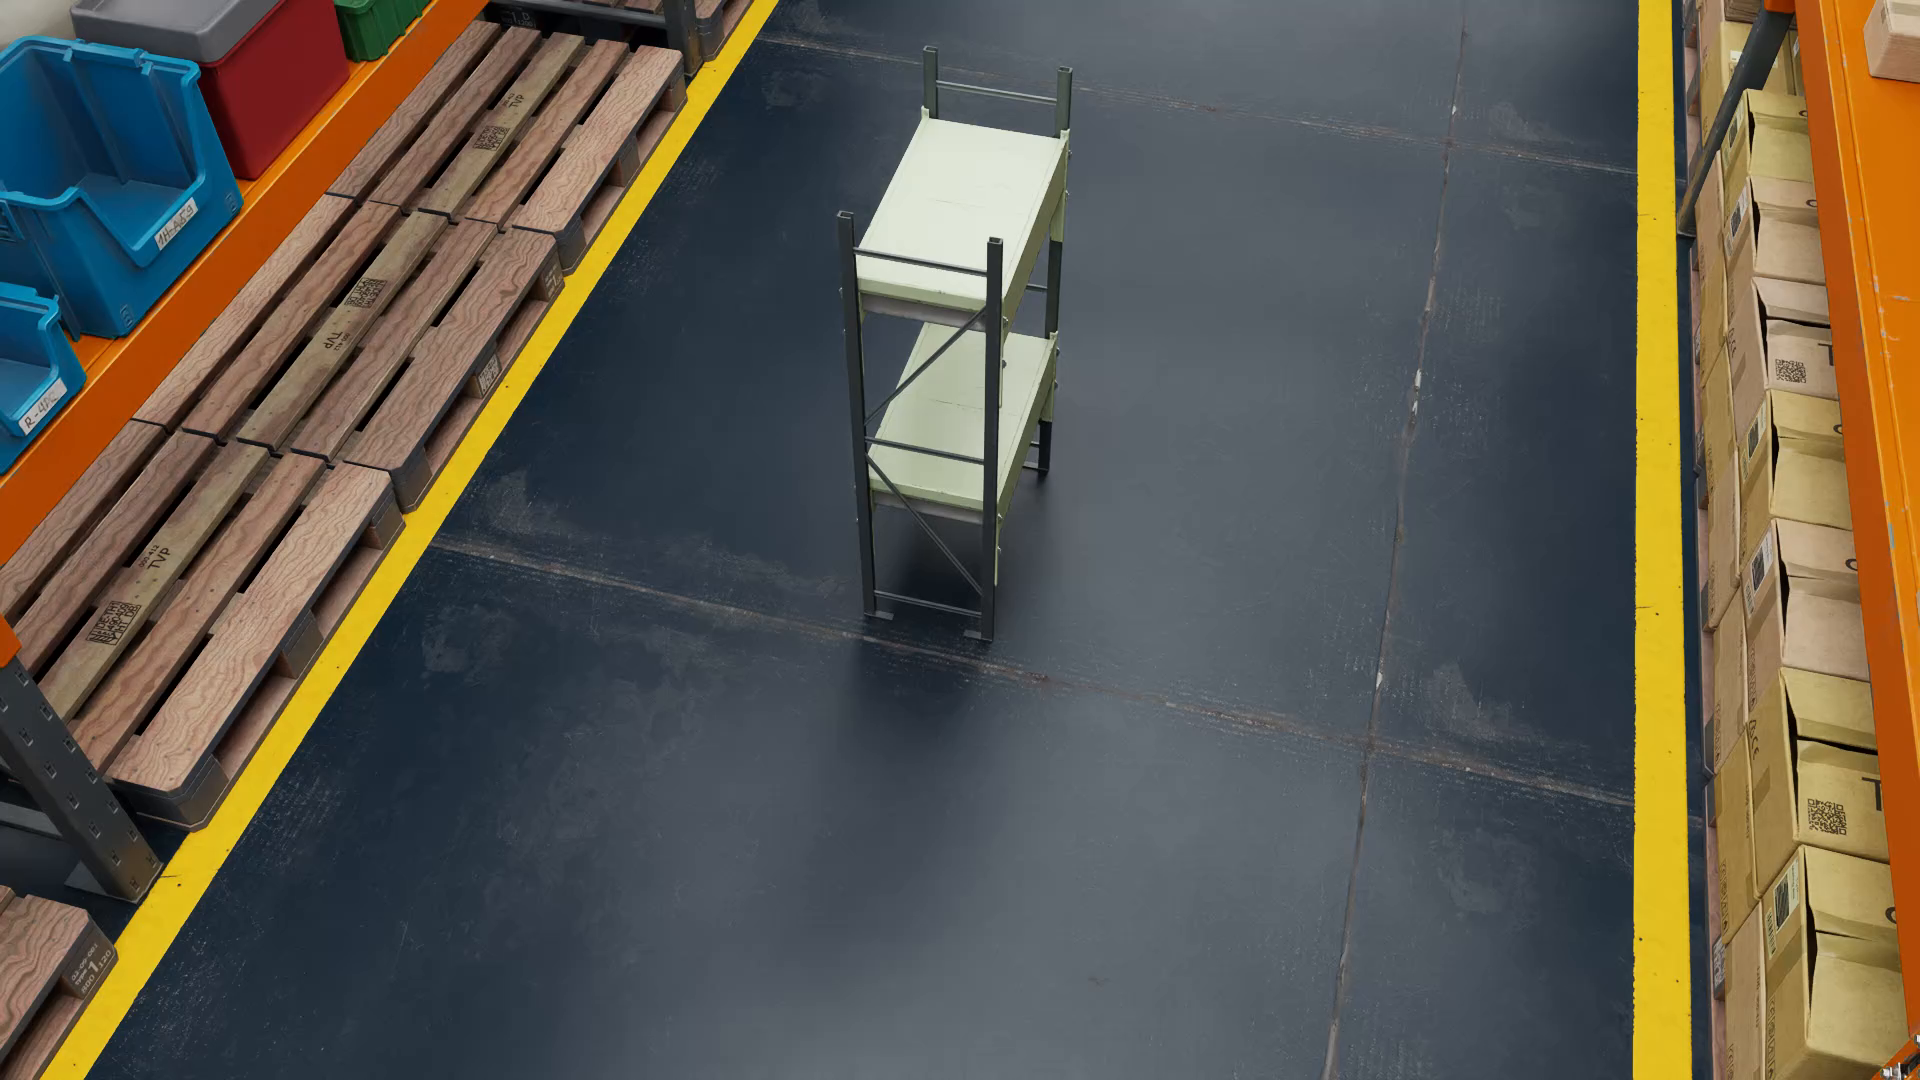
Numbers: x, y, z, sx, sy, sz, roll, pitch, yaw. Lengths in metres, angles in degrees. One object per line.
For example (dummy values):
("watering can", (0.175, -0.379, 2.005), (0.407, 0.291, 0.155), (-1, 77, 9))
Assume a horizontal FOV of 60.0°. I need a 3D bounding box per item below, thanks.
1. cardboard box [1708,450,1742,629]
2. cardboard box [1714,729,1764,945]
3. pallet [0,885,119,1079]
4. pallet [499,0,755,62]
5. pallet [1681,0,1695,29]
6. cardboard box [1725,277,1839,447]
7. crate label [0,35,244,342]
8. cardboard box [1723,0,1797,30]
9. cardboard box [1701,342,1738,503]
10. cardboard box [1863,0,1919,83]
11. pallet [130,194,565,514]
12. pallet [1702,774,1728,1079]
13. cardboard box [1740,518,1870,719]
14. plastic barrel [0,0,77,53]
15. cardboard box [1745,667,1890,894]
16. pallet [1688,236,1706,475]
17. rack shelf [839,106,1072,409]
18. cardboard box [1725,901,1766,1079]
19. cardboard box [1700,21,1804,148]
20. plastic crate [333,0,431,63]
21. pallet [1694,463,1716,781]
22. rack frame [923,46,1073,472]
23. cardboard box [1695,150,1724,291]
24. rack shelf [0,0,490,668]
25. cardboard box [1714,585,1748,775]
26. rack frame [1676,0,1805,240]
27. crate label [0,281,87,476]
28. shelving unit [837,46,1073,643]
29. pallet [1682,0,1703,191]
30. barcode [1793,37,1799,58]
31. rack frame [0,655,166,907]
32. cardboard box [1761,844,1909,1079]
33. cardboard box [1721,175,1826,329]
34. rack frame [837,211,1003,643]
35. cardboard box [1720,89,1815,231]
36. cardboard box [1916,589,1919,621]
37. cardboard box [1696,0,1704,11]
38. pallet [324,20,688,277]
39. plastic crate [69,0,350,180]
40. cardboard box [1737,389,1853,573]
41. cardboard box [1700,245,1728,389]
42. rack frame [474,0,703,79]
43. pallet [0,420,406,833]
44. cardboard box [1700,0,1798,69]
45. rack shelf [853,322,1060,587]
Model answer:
("cardboard box", (2.444, 0.045, 4.764), (0.500, 0.250, 0.500), (12, 50, 11))
("cardboard box", (2.176, 0.781, 4.114), (0.500, 0.250, 0.500), (11, 49, 10))
("pallet", (-2.804, 1.333, 3.933), (1.003, 0.211, 1.213), (12, 50, 10))
("pallet", (-1.367, -2.616, 7.418), (1.003, 0.211, 1.213), (12, 50, 10))
("pallet", (3.763, -2.611, 7.413), (1.003, 0.211, 1.213), (12, 50, 10))
("cardboard box", (2.573, -0.511, 4.880), (0.500, 0.311, 0.500), (10, 49, 9))
("crate label", (-2.114, -0.845, 3.972), (0.502, 0.435, 0.616), (12, 50, 10))
("cardboard box", (3.248, -2.296, 6.330), (0.500, 0.500, 0.500), (12, 50, 10))
("cardboard box", (2.579, -0.323, 5.088), (0.500, 0.250, 0.500), (10, 49, 9))
("cardboard box", (2.763, -1.398, 4.650), (0.380, 0.149, 0.250), (12, 50, 10))
("pallet", (-2.072, -0.678, 5.707), (1.003, 0.211, 1.213), (12, 50, 10))
("pallet", (2.395, 1.147, 4.097), (1.003, 0.211, 1.213), (12, 50, 10))
("cardboard box", (2.307, 0.228, 4.228), (0.500, 0.311, 0.500), (11, 50, 10))
("plastic barrel", (-2.461, -1.296, 4.319), (0.421, 0.512, 0.421), (0, 49, 0))
("cardboard box", (2.172, 0.593, 3.906), (0.500, 0.311, 0.500), (11, 49, 9))
("pallet", (3.038, -0.618, 5.655), (1.003, 0.211, 1.213), (12, 50, 10))
("rack shelf", (0.002, -0.759, 4.399), (0.431, 0.370, 0.720), (12, 50, 10))
("cardboard box", (2.044, 1.154, 3.785), (0.500, 0.250, 0.500), (13, 50, 11))
("cardboard box", (3.105, -1.689, 6.294), (0.500, 0.250, 0.500), (12, 50, 10))
("plastic crate", (-1.770, -1.676, 4.870), (0.450, 0.188, 0.662), (12, 50, 10))
("pallet", (2.718, 0.267, 4.873), (1.003, 0.211, 1.213), (12, 50, 10))
("rack frame", (0.098, -0.766, 4.926), (0.400, 1.500, 0.023), (12, 50, 10))
("cardboard box", (2.849, -1.068, 5.745), (0.500, 0.250, 0.500), (10, 49, 9))
("rack shelf", (-2.110, -1.377, 4.944), (1.077, 0.370, 4.000), (12, 50, 10))
("cardboard box", (2.312, 0.418, 4.435), (0.500, 0.250, 0.500), (13, 50, 11))
("rack frame", (3.194, -2.081, 5.086), (1.000, 3.000, 0.127), (12, 50, 10))
("crate label", (-2.164, -0.344, 3.664), (0.303, 0.233, 0.416), (12, 50, 10))
("shelving unit", (0.002, -0.501, 4.692), (0.431, 1.500, 0.755), (12, 50, 10))
("pallet", (3.444, -1.726, 6.632), (1.003, 0.211, 1.213), (12, 50, 10))
("barcode", (2.725, -1.615, 5.408), (0.001, 0.075, 0.075), (12, 50, 10))
("rack frame", (-2.637, -0.168, 3.398), (1.000, 3.000, 0.127), (12, 50, 10))
("cardboard box", (2.041, 0.970, 3.573), (0.500, 0.311, 0.500), (13, 50, 11))
("cardboard box", (2.708, -0.885, 5.210), (0.500, 0.311, 0.500), (11, 49, 10))
("rack frame", (-0.095, -0.236, 4.458), (0.400, 1.500, 0.023), (12, 50, 10))
("cardboard box", (2.845, -1.246, 5.529), (0.500, 0.311, 0.500), (12, 50, 10))
("cardboard box", (2.111, 0.190, 3.249), (0.380, 0.149, 0.250), (12, 50, 10))
("cardboard box", (3.364, -2.413, 6.933), (0.500, 0.250, 0.500), (12, 50, 10))
("pallet", (-1.753, -1.563, 6.489), (1.003, 0.211, 1.213), (12, 50, 10))
("plastic crate", (-1.916, -1.298, 4.352), (0.402, 0.464, 0.583), (12, 50, 10))
("cardboard box", (2.441, -0.134, 4.547), (0.500, 0.311, 0.500), (13, 50, 11))
("cardboard box", (2.713, -0.698, 5.419), (0.500, 0.250, 0.500), (13, 50, 11))
("rack frame", (-1.584, -3.061, 5.951), (1.000, 3.000, 0.127), (12, 50, 10))
("pallet", (-2.395, 0.202, 4.931), (1.003, 0.211, 1.213), (12, 50, 10))
("cardboard box", (3.246, -2.049, 6.611), (0.500, 0.250, 0.500), (12, 50, 10))
("rack shelf", (0.002, -0.285, 4.936), (0.431, 0.370, 0.720), (12, 50, 10))
